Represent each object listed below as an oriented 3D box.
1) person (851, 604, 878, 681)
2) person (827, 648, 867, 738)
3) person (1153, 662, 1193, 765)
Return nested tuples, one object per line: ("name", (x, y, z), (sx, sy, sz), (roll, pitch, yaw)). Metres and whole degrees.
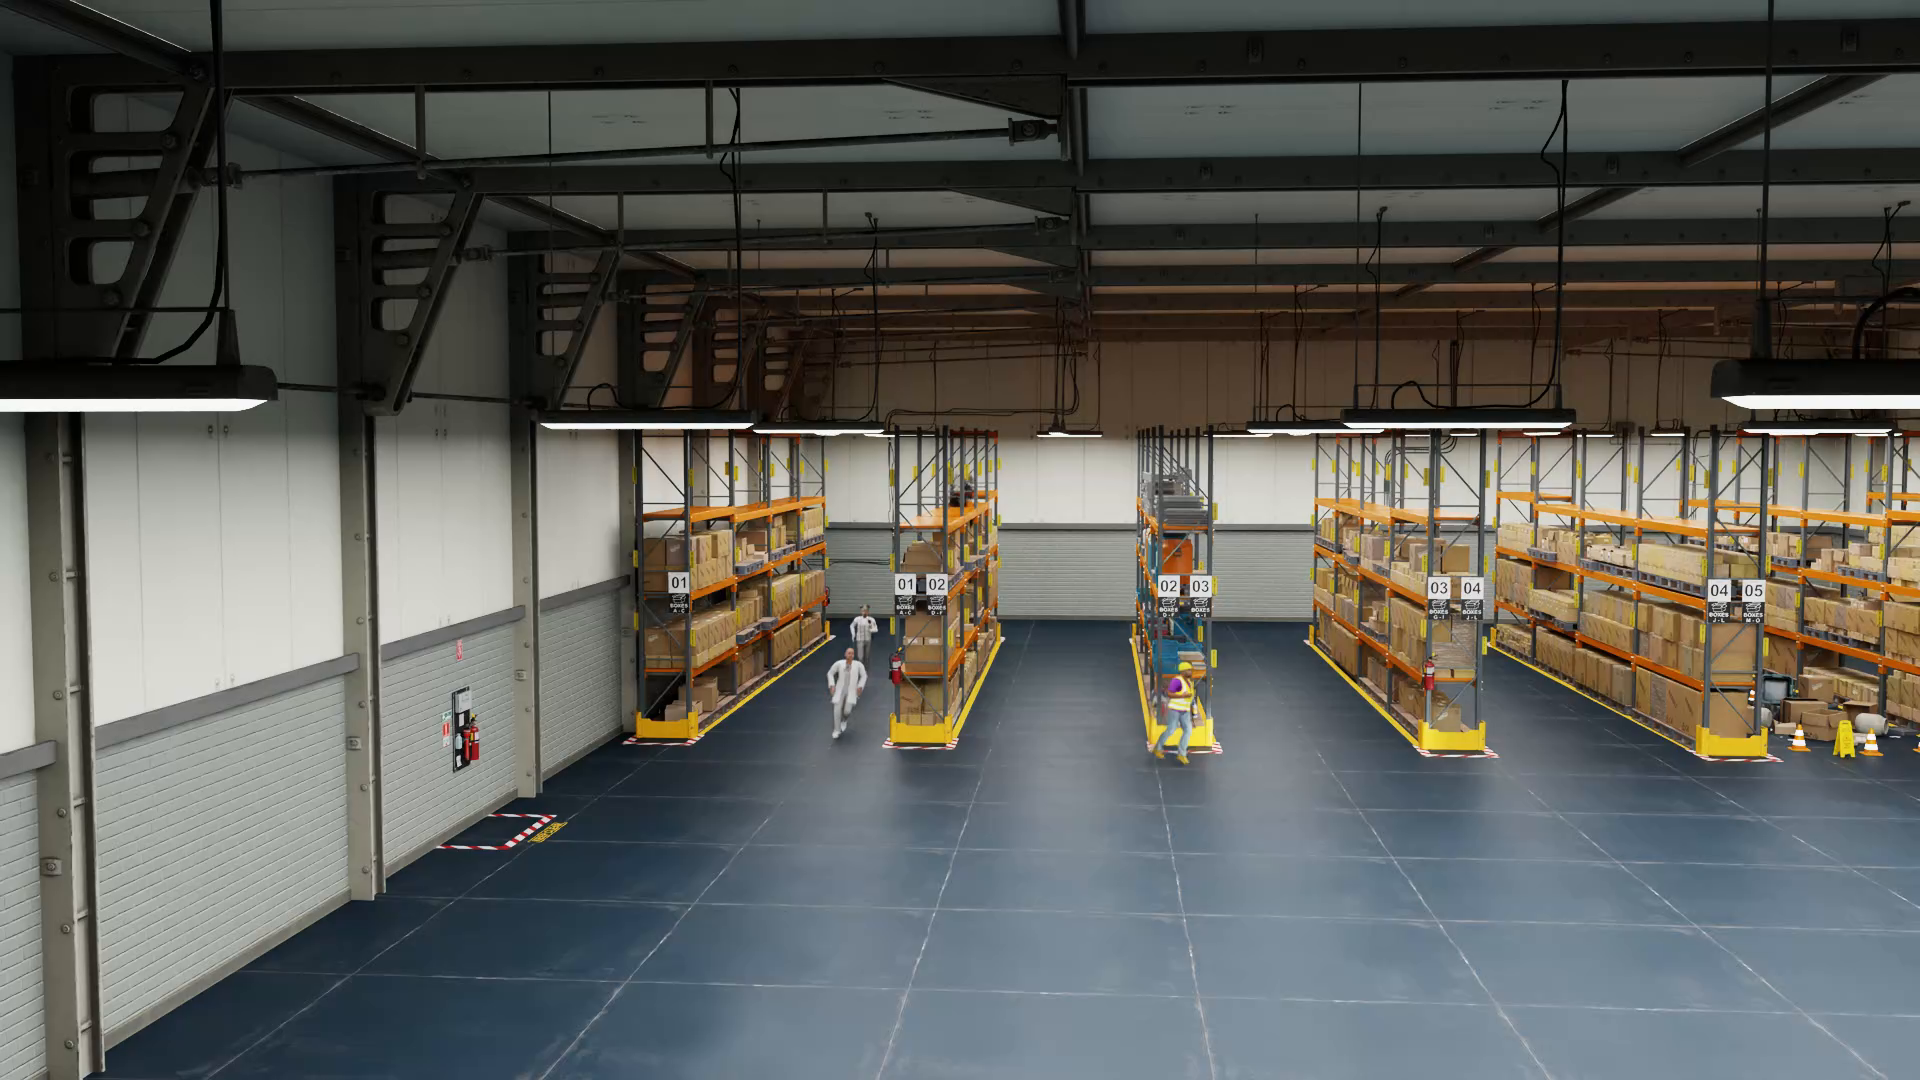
("person", (-2.154, 2.337, 37.529), (0.583, 1.786, 0.729), (-1, 3, -9))
("person", (-2.190, 2.947, 32.162), (0.769, 1.726, 0.587), (0, 3, 0))
("person", (3.930, 3.069, 29.682), (0.703, 1.771, 0.820), (-3, 5, -41))
